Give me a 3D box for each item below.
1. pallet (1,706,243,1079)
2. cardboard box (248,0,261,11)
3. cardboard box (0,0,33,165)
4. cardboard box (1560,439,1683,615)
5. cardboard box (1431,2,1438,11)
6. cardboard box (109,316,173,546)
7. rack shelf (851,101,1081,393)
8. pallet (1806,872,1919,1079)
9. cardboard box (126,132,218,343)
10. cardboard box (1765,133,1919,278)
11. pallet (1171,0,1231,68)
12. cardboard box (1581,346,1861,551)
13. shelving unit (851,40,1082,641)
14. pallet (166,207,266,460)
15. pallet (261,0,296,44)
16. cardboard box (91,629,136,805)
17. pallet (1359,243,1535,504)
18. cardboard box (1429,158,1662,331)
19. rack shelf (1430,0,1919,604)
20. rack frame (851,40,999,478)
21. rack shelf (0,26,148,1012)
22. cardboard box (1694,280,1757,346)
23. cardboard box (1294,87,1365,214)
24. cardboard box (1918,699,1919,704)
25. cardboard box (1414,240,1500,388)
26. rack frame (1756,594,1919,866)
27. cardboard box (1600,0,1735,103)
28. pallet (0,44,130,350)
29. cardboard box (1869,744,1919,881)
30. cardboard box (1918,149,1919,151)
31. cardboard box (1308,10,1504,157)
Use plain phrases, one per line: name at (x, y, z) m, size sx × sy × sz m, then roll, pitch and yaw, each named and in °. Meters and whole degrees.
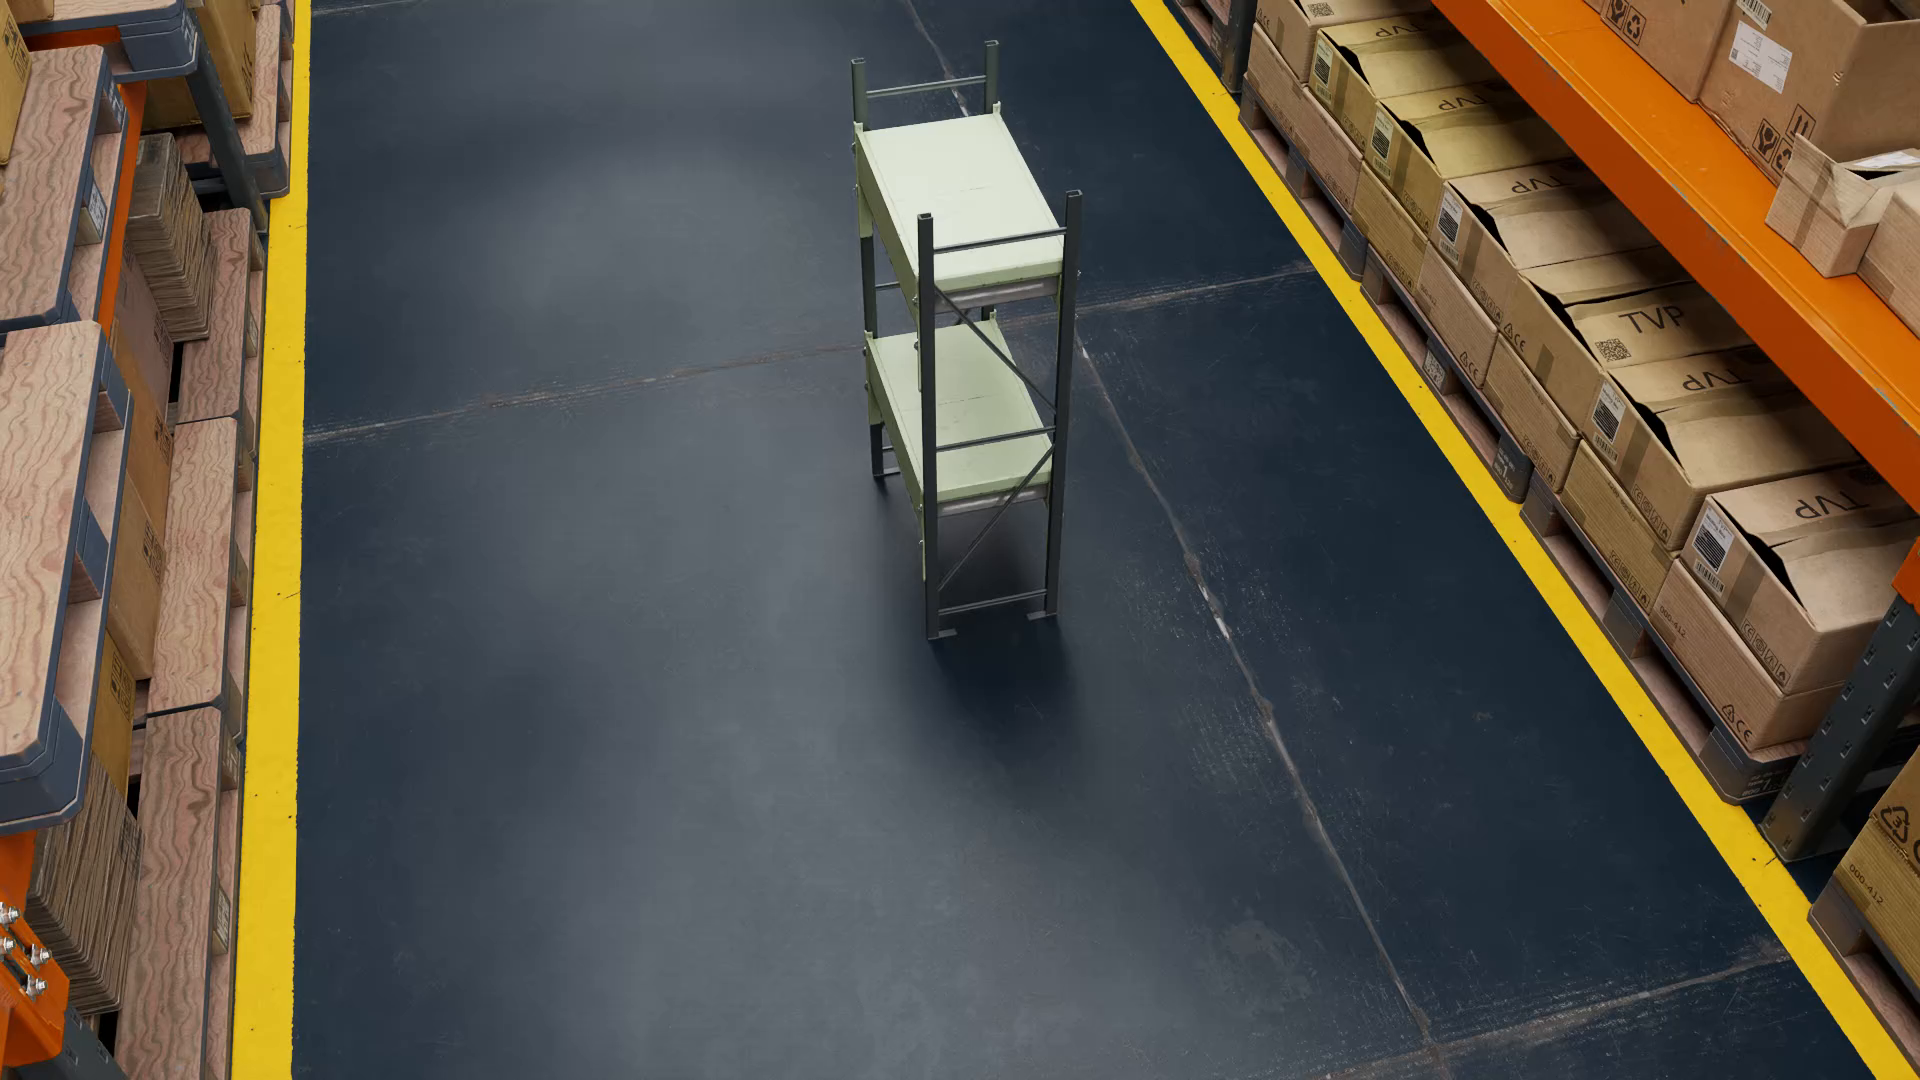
pallet at (-2.340, 1.026, 4.097) m, size 1.003 × 0.211 × 1.213 m, roll -11°, pitch 47°, yaw -10°
cardboard box at (-3.442, -2.707, 7.014) m, size 0.750 × 0.750 × 0.750 m, roll -11°, pitch 47°, yaw -11°
cardboard box at (-2.693, -1.185, 3.933) m, size 0.700 × 0.500 × 0.500 m, roll -11°, pitch 47°, yaw -10°
cardboard box at (2.135, -0.089, 4.868) m, size 0.500 × 0.250 × 0.500 m, roll -11°, pitch 47°, yaw -11°
cardboard box at (1.997, -2.147, 6.493) m, size 0.500 × 0.311 × 0.500 m, roll -10°, pitch 46°, yaw -9°
cardboard box at (-2.754, -0.251, 4.838) m, size 0.700 × 0.500 × 0.500 m, roll -11°, pitch 47°, yaw -11°
rack shelf at (0.002, -0.793, 4.431) m, size 0.431 × 0.370 × 0.720 m, roll -11°, pitch 47°, yaw -10°
pallet at (2.812, 1.211, 3.915) m, size 1.003 × 0.211 × 1.213 m, roll -11°, pitch 47°, yaw -10°
cardboard box at (-2.928, -0.966, 5.539) m, size 0.700 × 0.500 × 0.500 m, roll -10°, pitch 46°, yaw -10°
cardboard box at (2.246, -0.848, 4.075) m, size 0.396 × 0.266 × 0.258 m, roll -12°, pitch 47°, yaw -11°
pallet at (1.470, -2.629, 7.679) m, size 1.003 × 0.211 × 1.213 m, roll -11°, pitch 47°, yaw -10°
cardboard box at (2.129, -0.287, 4.670) m, size 0.500 × 0.311 × 0.500 m, roll -10°, pitch 46°, yaw -9°
shelving unit at (0.002, -0.520, 4.710) m, size 0.431 × 1.500 × 0.755 m, roll -11°, pitch 47°, yaw -10°
pallet at (-2.964, -0.659, 5.748) m, size 1.003 × 0.211 × 1.213 m, roll -11°, pitch 47°, yaw -10°
pallet at (-3.601, -2.597, 7.648) m, size 1.003 × 0.211 × 1.213 m, roll -11°, pitch 47°, yaw -10°
cardboard box at (-2.524, 0.455, 4.146) m, size 0.700 × 0.500 × 0.500 m, roll -12°, pitch 47°, yaw -11°
pallet at (2.106, -0.691, 5.779) m, size 1.003 × 0.211 × 1.213 m, roll -11°, pitch 47°, yaw -10°
cardboard box at (1.878, -0.980, 5.349) m, size 0.500 × 0.311 × 0.500 m, roll -11°, pitch 47°, yaw -11°
rack shelf at (2.137, -1.450, 5.075) m, size 1.077 × 0.370 × 4.000 m, roll -11°, pitch 47°, yaw -10°
rack frame at (-0.092, -0.773, 4.957) m, size 0.400 × 1.500 × 0.023 m, roll -11°, pitch 47°, yaw -10°
rack shelf at (-2.651, -0.542, 4.185) m, size 1.077 × 0.370 × 4.000 m, roll -11°, pitch 47°, yaw -10°
cardboard box at (2.527, -0.737, 5.110) m, size 0.500 × 0.311 × 0.500 m, roll -12°, pitch 47°, yaw -12°
cardboard box at (1.604, -1.505, 6.256) m, size 0.500 × 0.250 × 0.500 m, roll -12°, pitch 47°, yaw -11°
cardboard box at (2.785, 0.170, 4.614) m, size 0.500 × 0.250 × 0.500 m, roll -12°, pitch 47°, yaw -11°
cardboard box at (1.874, -0.793, 5.559) m, size 0.500 × 0.250 × 0.500 m, roll -10°, pitch 46°, yaw -10°
rack frame at (2.649, -0.321, 3.465) m, size 1.000 × 3.000 × 0.127 m, roll -11°, pitch 47°, yaw -10°
cardboard box at (2.205, -1.599, 4.647) m, size 0.500 × 0.500 × 0.500 m, roll -11°, pitch 47°, yaw -10°
pallet at (-2.617, -0.748, 4.017) m, size 1.003 × 0.211 × 1.213 m, roll -11°, pitch 47°, yaw -10°
cardboard box at (2.465, 0.609, 3.659) m, size 0.500 × 0.500 × 0.500 m, roll -11°, pitch 47°, yaw -10°
cardboard box at (2.619, -0.883, 4.191) m, size 0.380 × 0.149 × 0.250 m, roll -11°, pitch 47°, yaw -10°
cardboard box at (1.617, -1.687, 6.042) m, size 0.500 × 0.311 × 0.500 m, roll -12°, pitch 47°, yaw -11°
